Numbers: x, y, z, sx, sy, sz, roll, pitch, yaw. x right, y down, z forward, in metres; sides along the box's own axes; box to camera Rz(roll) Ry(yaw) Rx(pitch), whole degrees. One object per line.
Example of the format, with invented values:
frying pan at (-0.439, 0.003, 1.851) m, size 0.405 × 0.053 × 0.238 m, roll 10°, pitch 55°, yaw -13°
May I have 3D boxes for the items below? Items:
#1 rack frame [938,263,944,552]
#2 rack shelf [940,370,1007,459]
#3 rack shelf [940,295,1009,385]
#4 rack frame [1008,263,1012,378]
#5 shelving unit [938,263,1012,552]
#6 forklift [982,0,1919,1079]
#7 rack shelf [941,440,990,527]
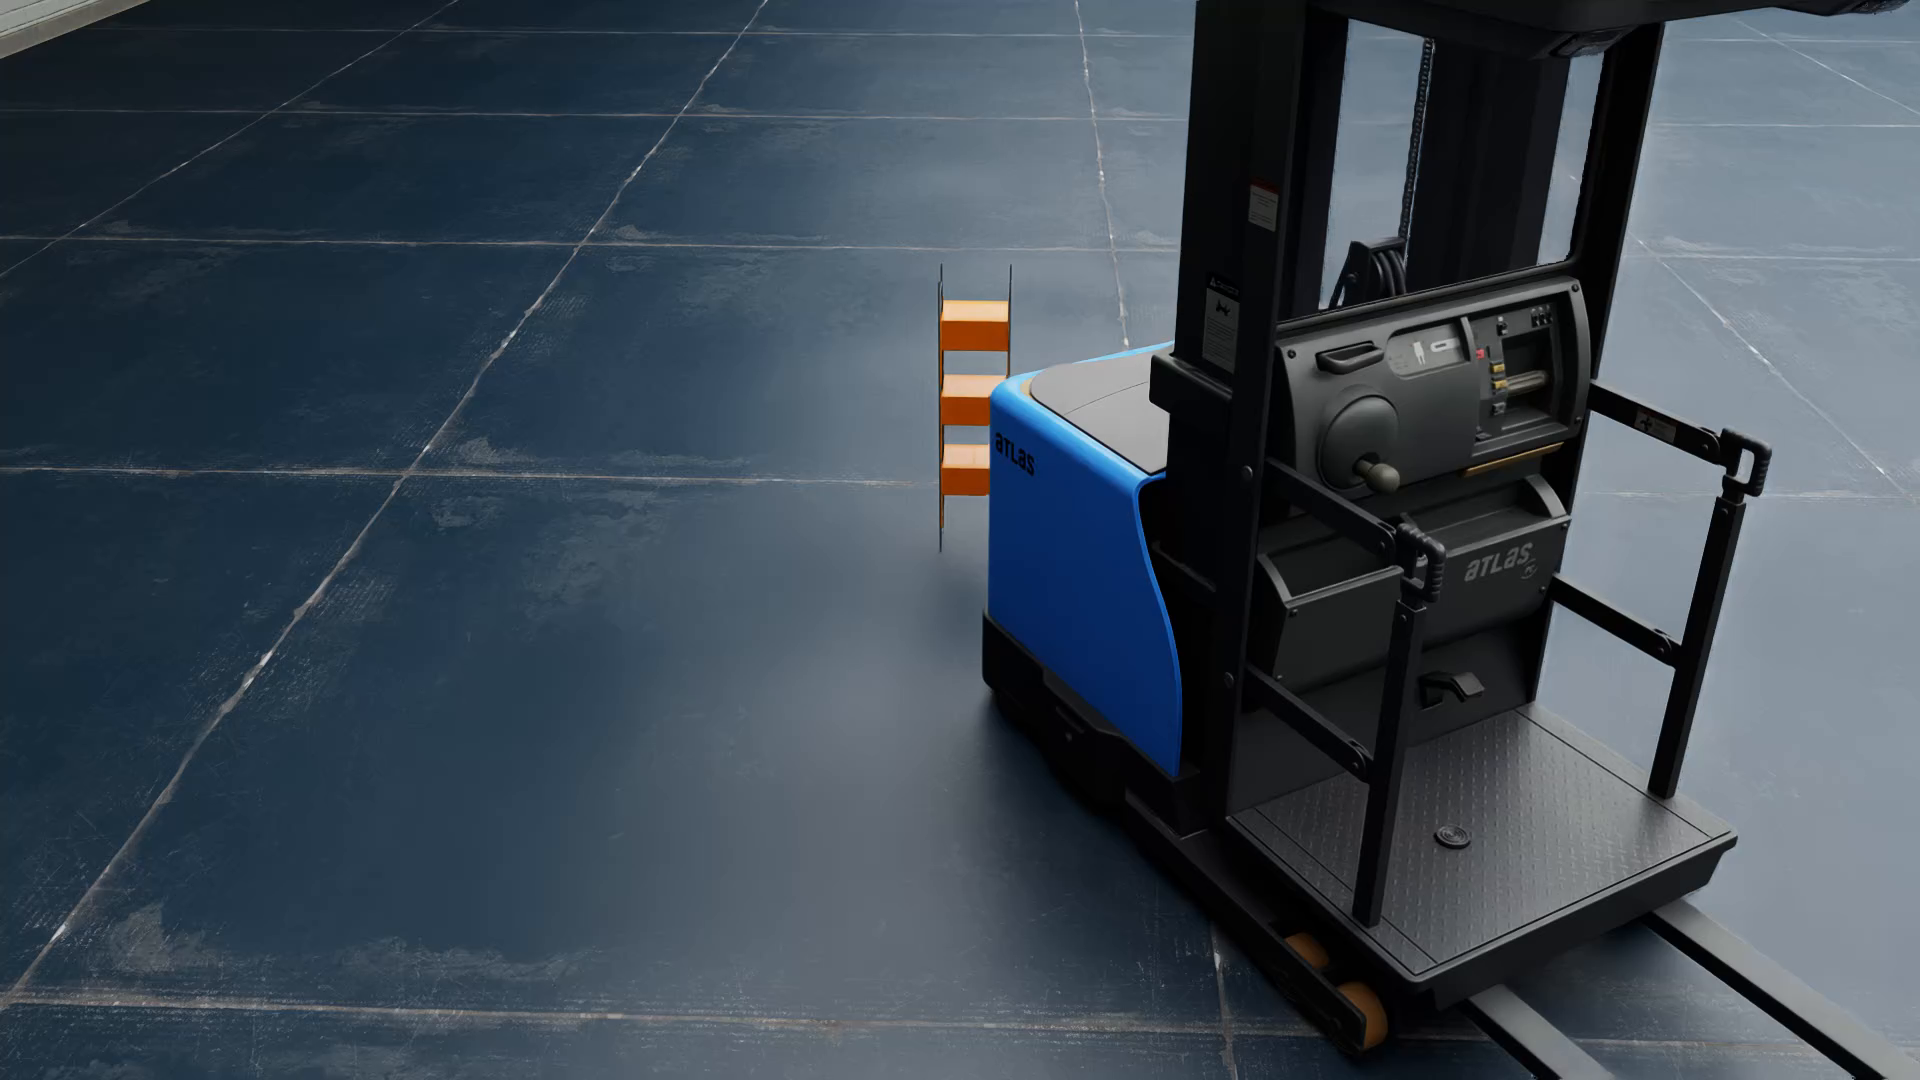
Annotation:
rack frame at (-0.068, -0.465, 6.006) m, size 0.008 × 1.050 × 0.200 m, roll 1°, pitch 28°, yaw 2°
rack shelf at (0.053, -0.454, 6.007) m, size 0.240 × 0.259 × 0.215 m, roll 1°, pitch 28°, yaw 2°
rack shelf at (0.053, -0.704, 5.874) m, size 0.240 × 0.259 × 0.215 m, roll 1°, pitch 28°, yaw 2°
rack frame at (0.175, -0.461, 5.999) m, size 0.008 × 1.050 × 0.200 m, roll 1°, pitch 28°, yaw 2°
shelving unit at (0.053, -0.463, 6.002) m, size 0.252 × 1.050 × 0.215 m, roll 1°, pitch 28°, yaw 2°
forklift at (1.233, -0.323, 3.730) m, size 1.130 × 2.935 × 3.031 m, roll -15°, pitch 31°, yaw -26°
rack shelf at (0.053, -0.208, 6.138) m, size 0.240 × 0.259 × 0.215 m, roll 1°, pitch 28°, yaw 2°
